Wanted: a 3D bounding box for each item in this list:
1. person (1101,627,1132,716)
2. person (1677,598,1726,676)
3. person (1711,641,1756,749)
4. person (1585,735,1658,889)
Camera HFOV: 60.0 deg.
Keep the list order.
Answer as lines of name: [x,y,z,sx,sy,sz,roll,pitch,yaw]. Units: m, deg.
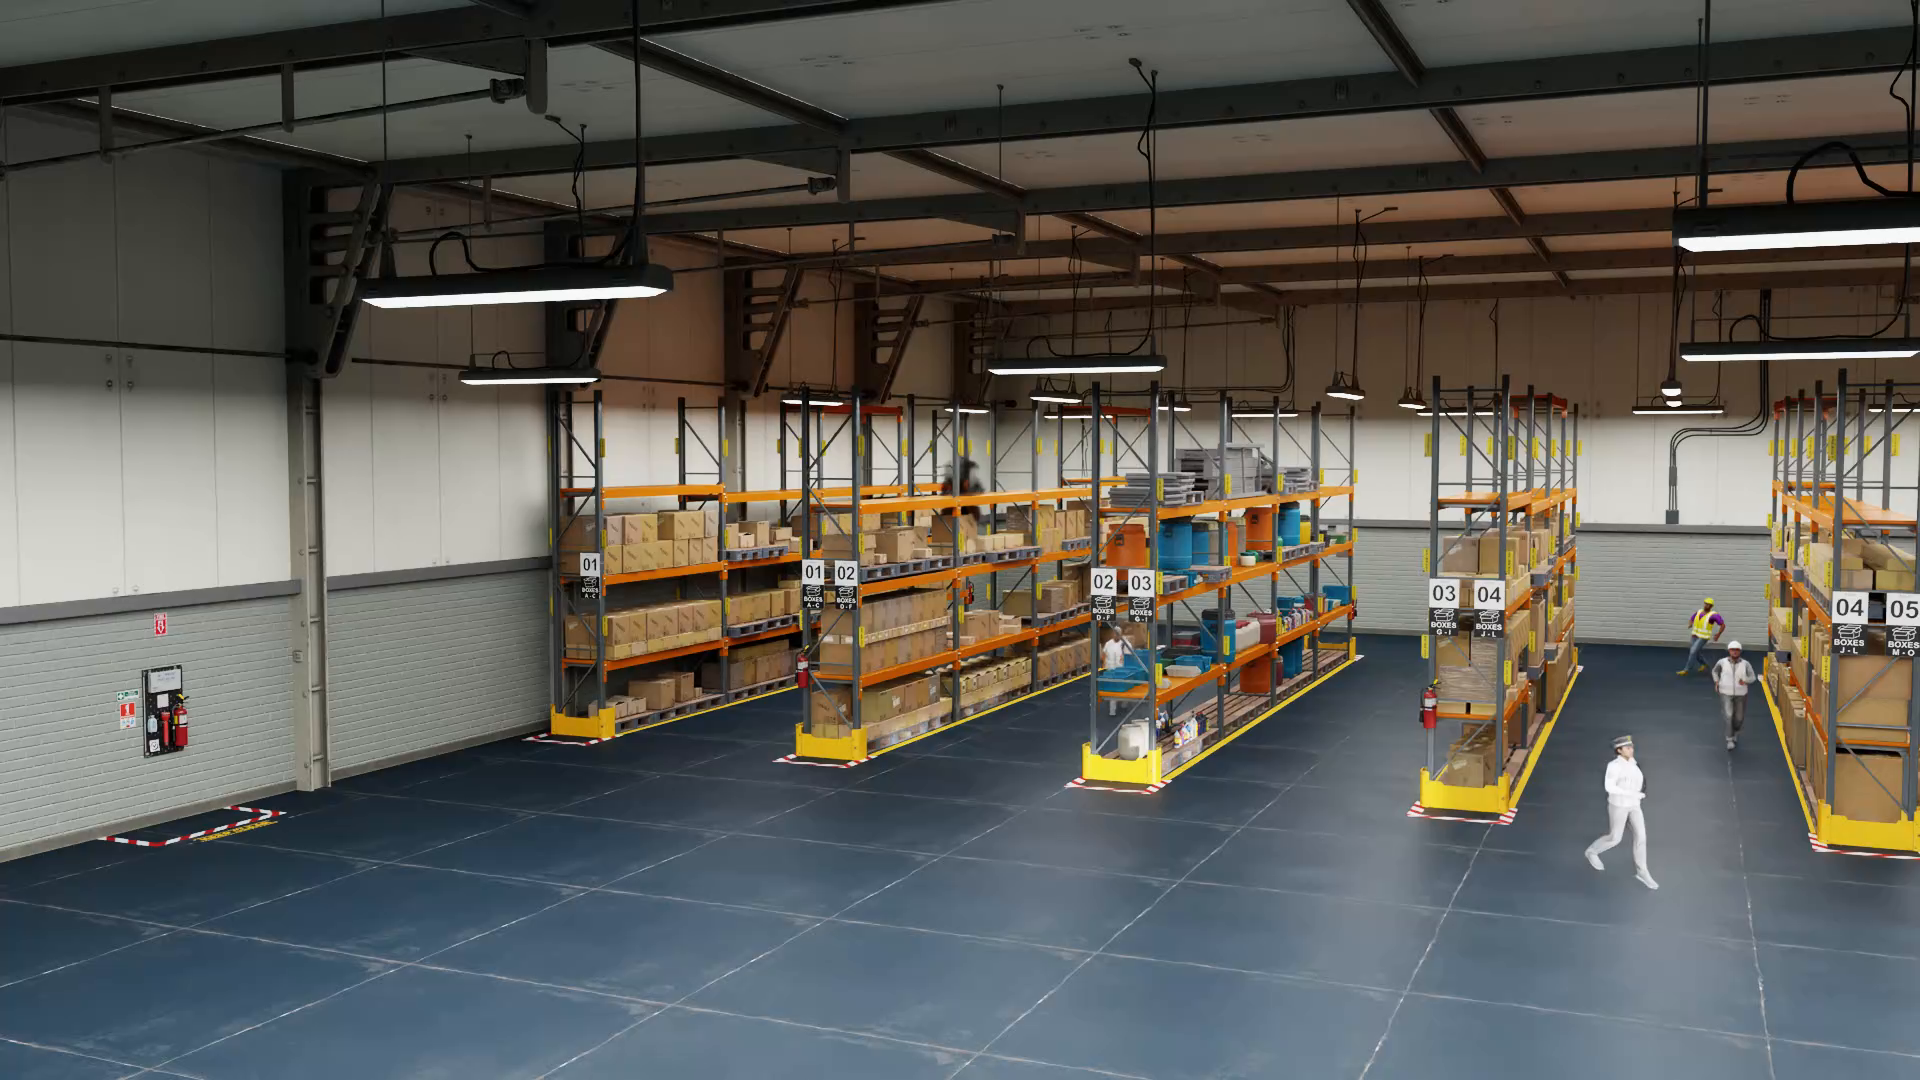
person: [2.954,2.454,31.326,0.620,1.632,0.803,1,3,13]
person: [16.155,2.119,36.344,0.940,1.714,0.758,-1,3,-18]
person: [12.933,2.568,27.801,0.671,1.761,0.844,1,3,19]
person: [7.657,3.091,19.206,0.624,1.714,0.923,-2,4,-30]
